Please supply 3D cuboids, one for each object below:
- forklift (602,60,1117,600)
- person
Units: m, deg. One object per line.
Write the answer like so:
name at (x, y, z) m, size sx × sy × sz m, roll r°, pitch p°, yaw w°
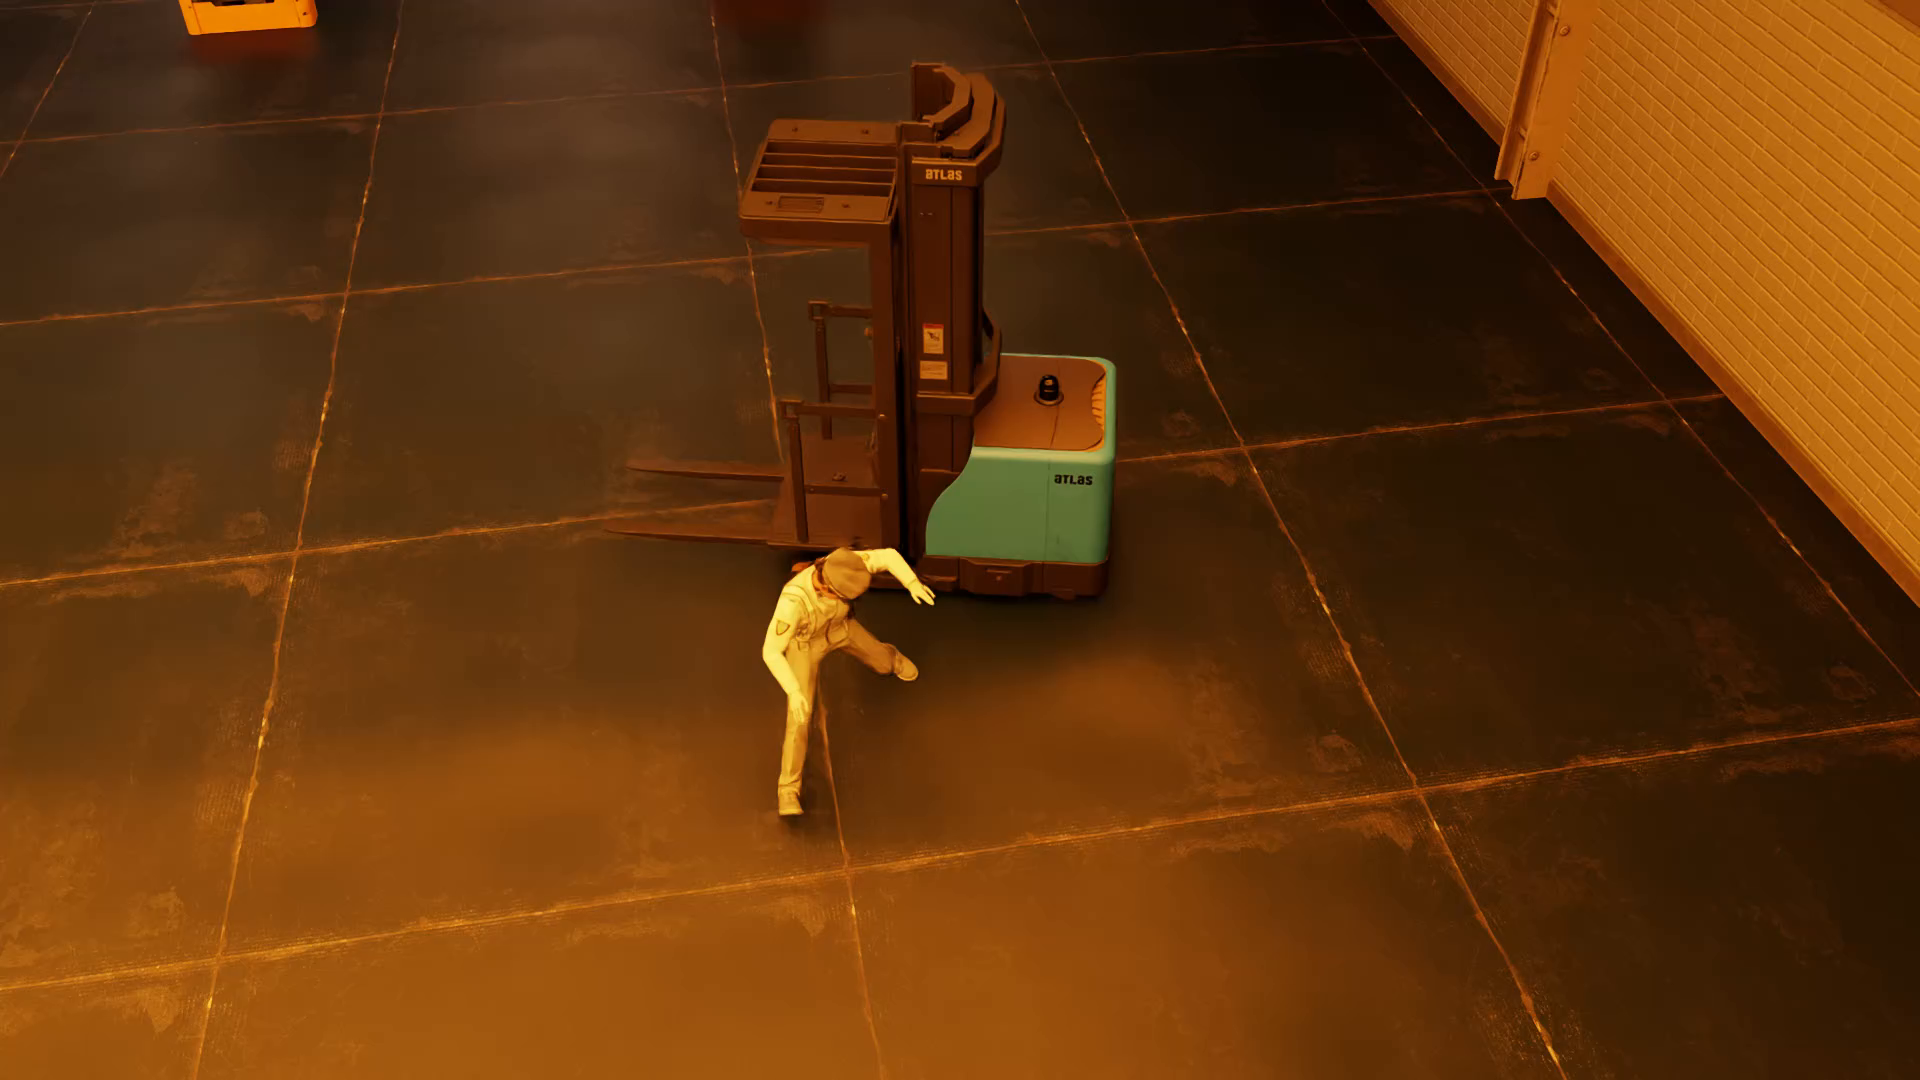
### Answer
forklift at (-0.609, -1.147, 9.307) m, size 3.031 × 2.935 × 1.130 m, roll 3°, pitch 40°, yaw 4°
person at (-0.613, 0.562, 8.523) m, size 1.187 × 1.358 × 0.922 m, roll -22°, pitch 45°, yaw -24°
